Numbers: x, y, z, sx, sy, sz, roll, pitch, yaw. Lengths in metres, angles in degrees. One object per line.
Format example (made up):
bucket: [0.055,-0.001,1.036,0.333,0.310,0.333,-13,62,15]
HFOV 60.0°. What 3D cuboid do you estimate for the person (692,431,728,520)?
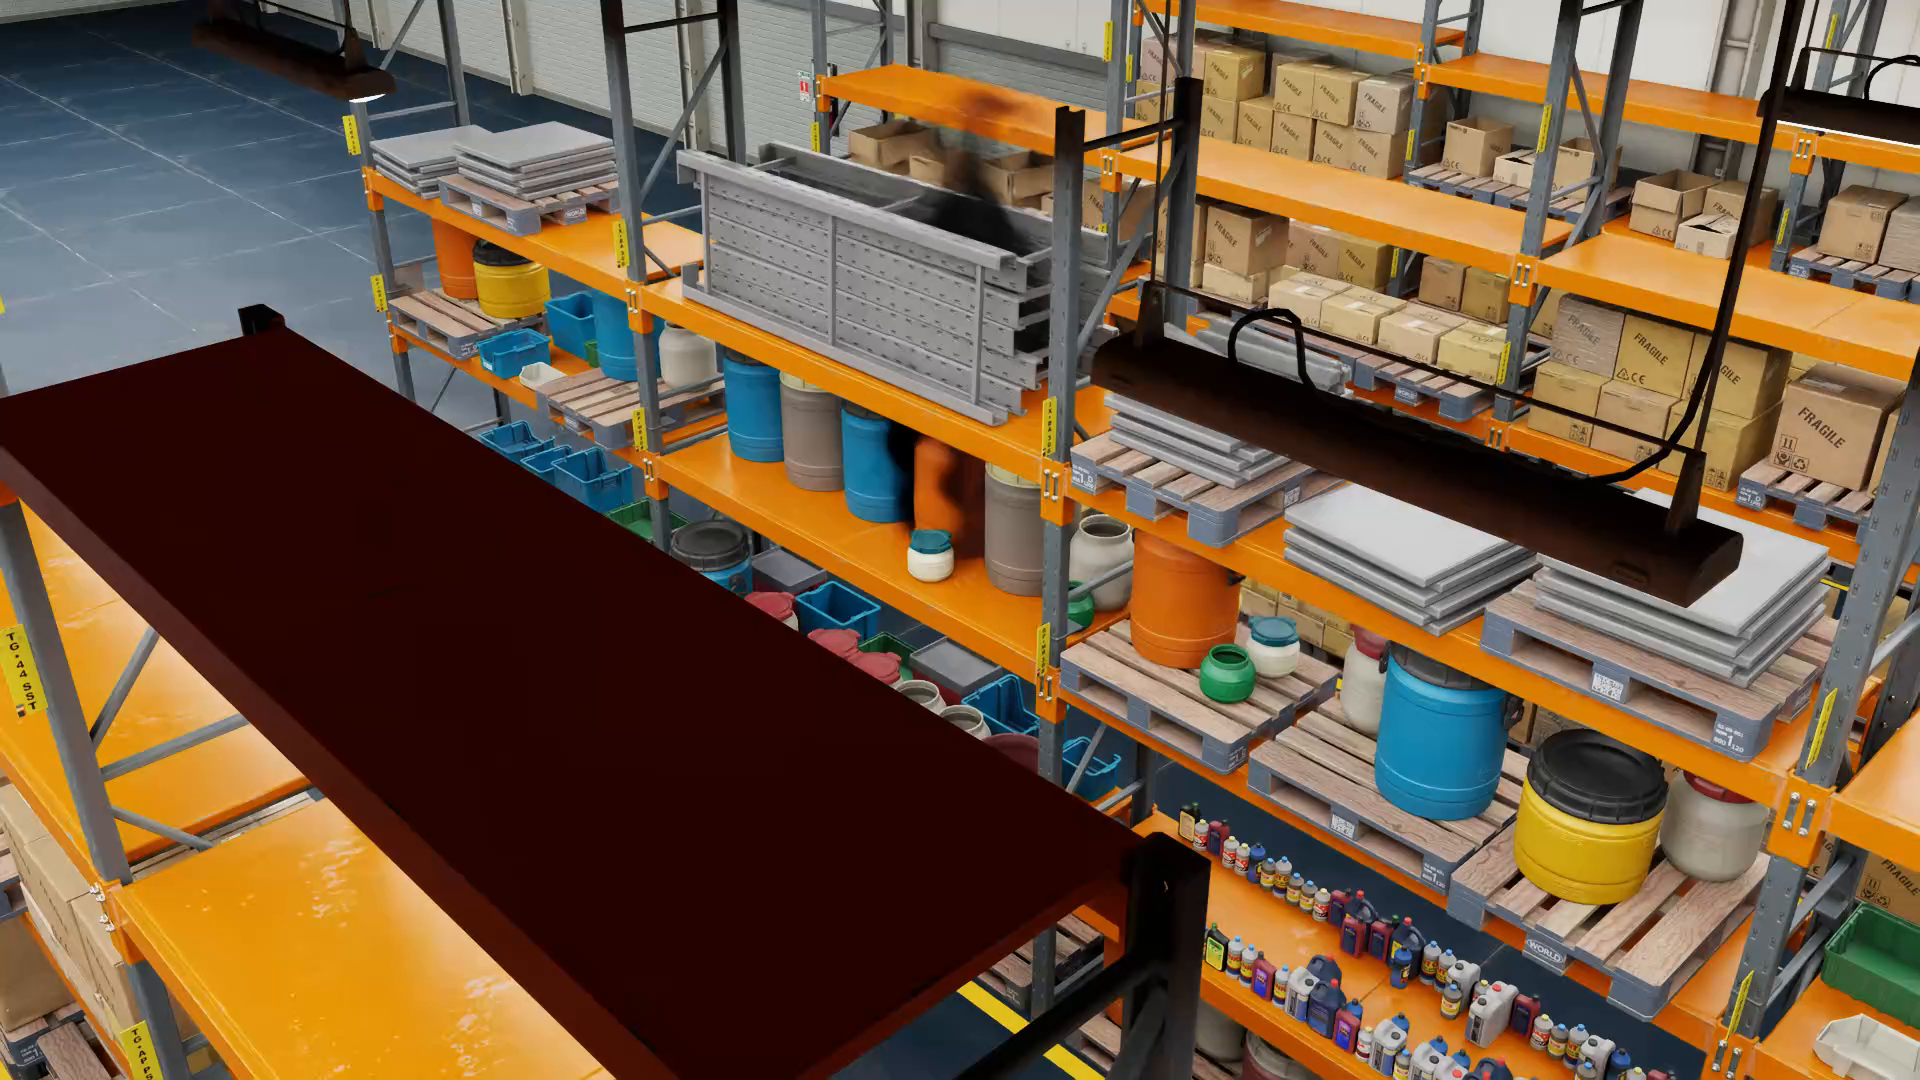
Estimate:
person: [-2.250,-0.617,16.292,0.881,1.572,0.537,7,29,13]

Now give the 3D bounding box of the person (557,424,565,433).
person: [-4.649,-1.992,18.829,0.718,1.625,0.577,-8,29,-15]

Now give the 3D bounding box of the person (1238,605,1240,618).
person: [1.963,0.964,13.238,0.791,1.733,0.714,18,33,30]
